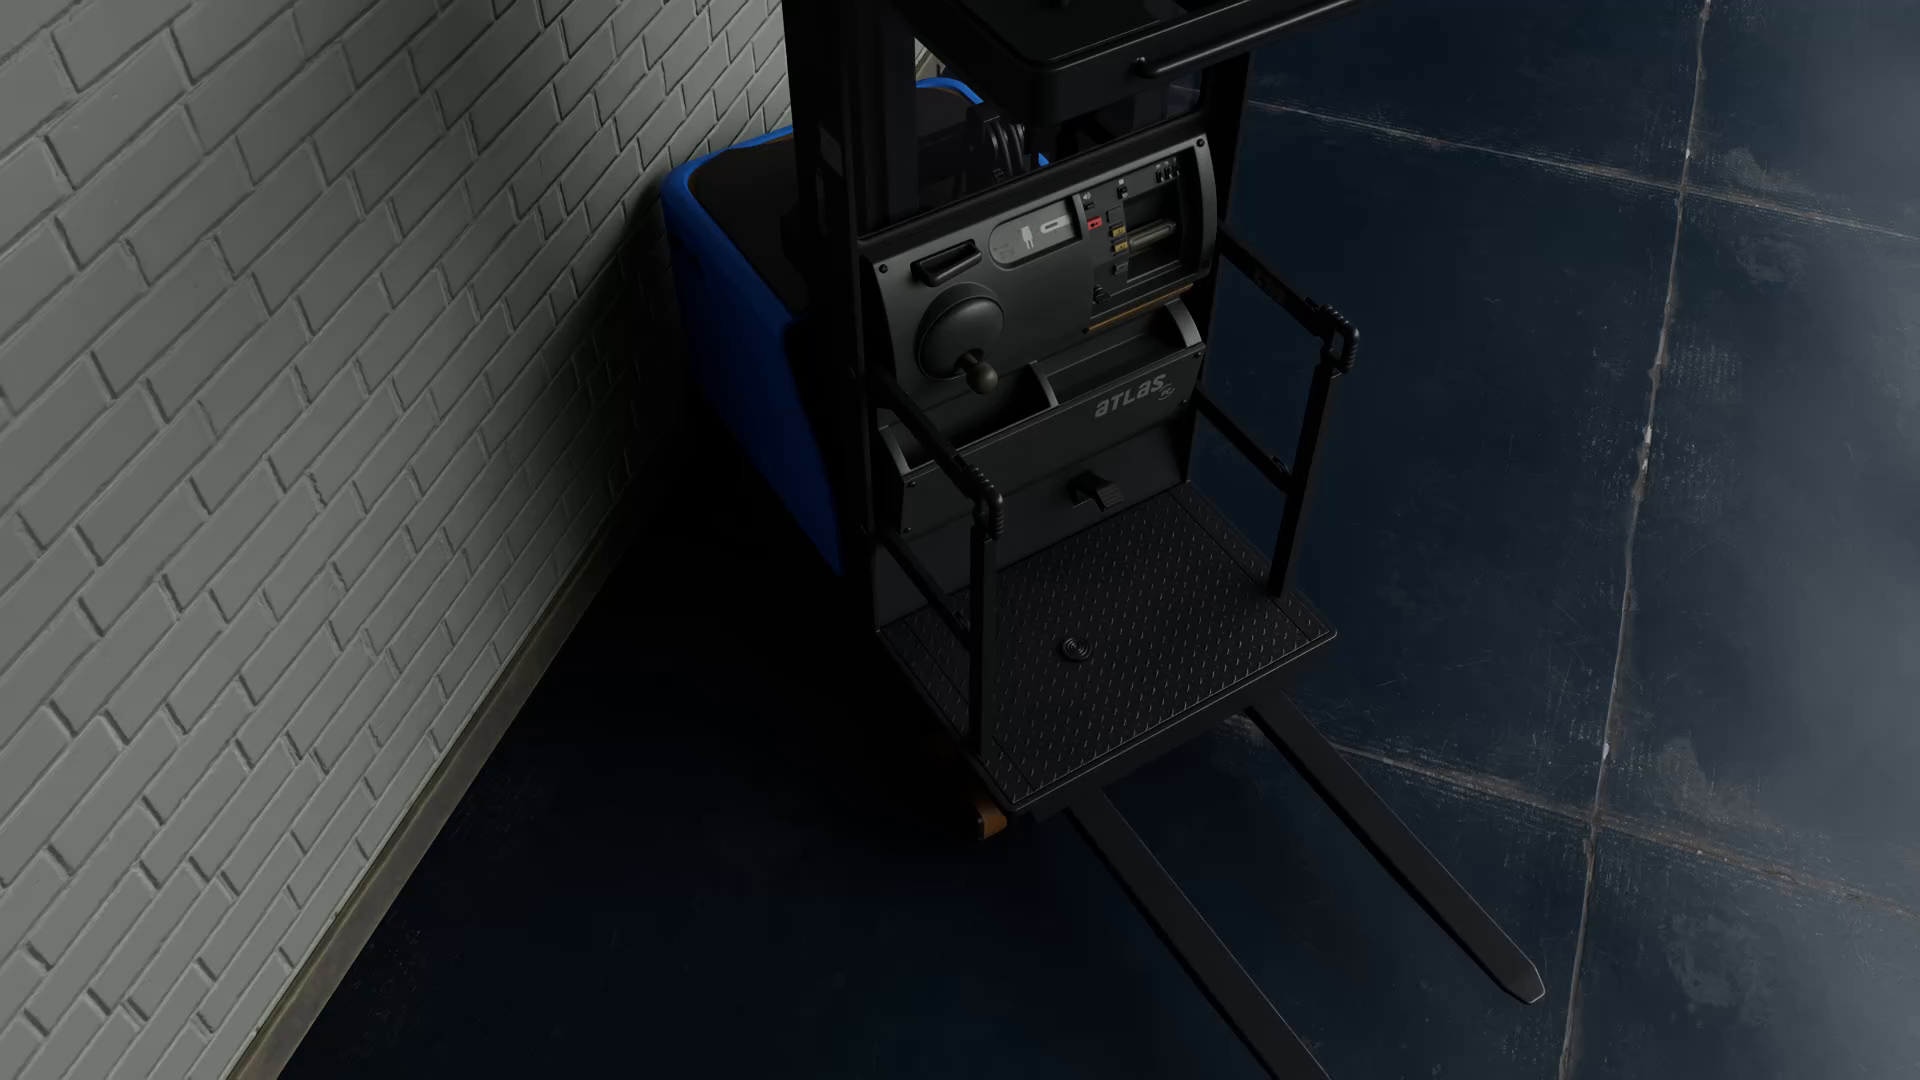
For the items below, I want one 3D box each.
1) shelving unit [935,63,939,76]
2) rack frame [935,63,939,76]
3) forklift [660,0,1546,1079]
[{"bbox_3d":[-0.136,-1.145,5.647,0.210,0.900,0.258,-14,51,-12],"label":"shelving unit"},{"bbox_3d":[-0.040,-1.169,5.667,0.006,0.900,0.240,-14,51,-12],"label":"rack frame"},{"bbox_3d":[0.331,-0.559,3.795,1.130,2.935,3.031,-25,54,-20],"label":"forklift"}]
